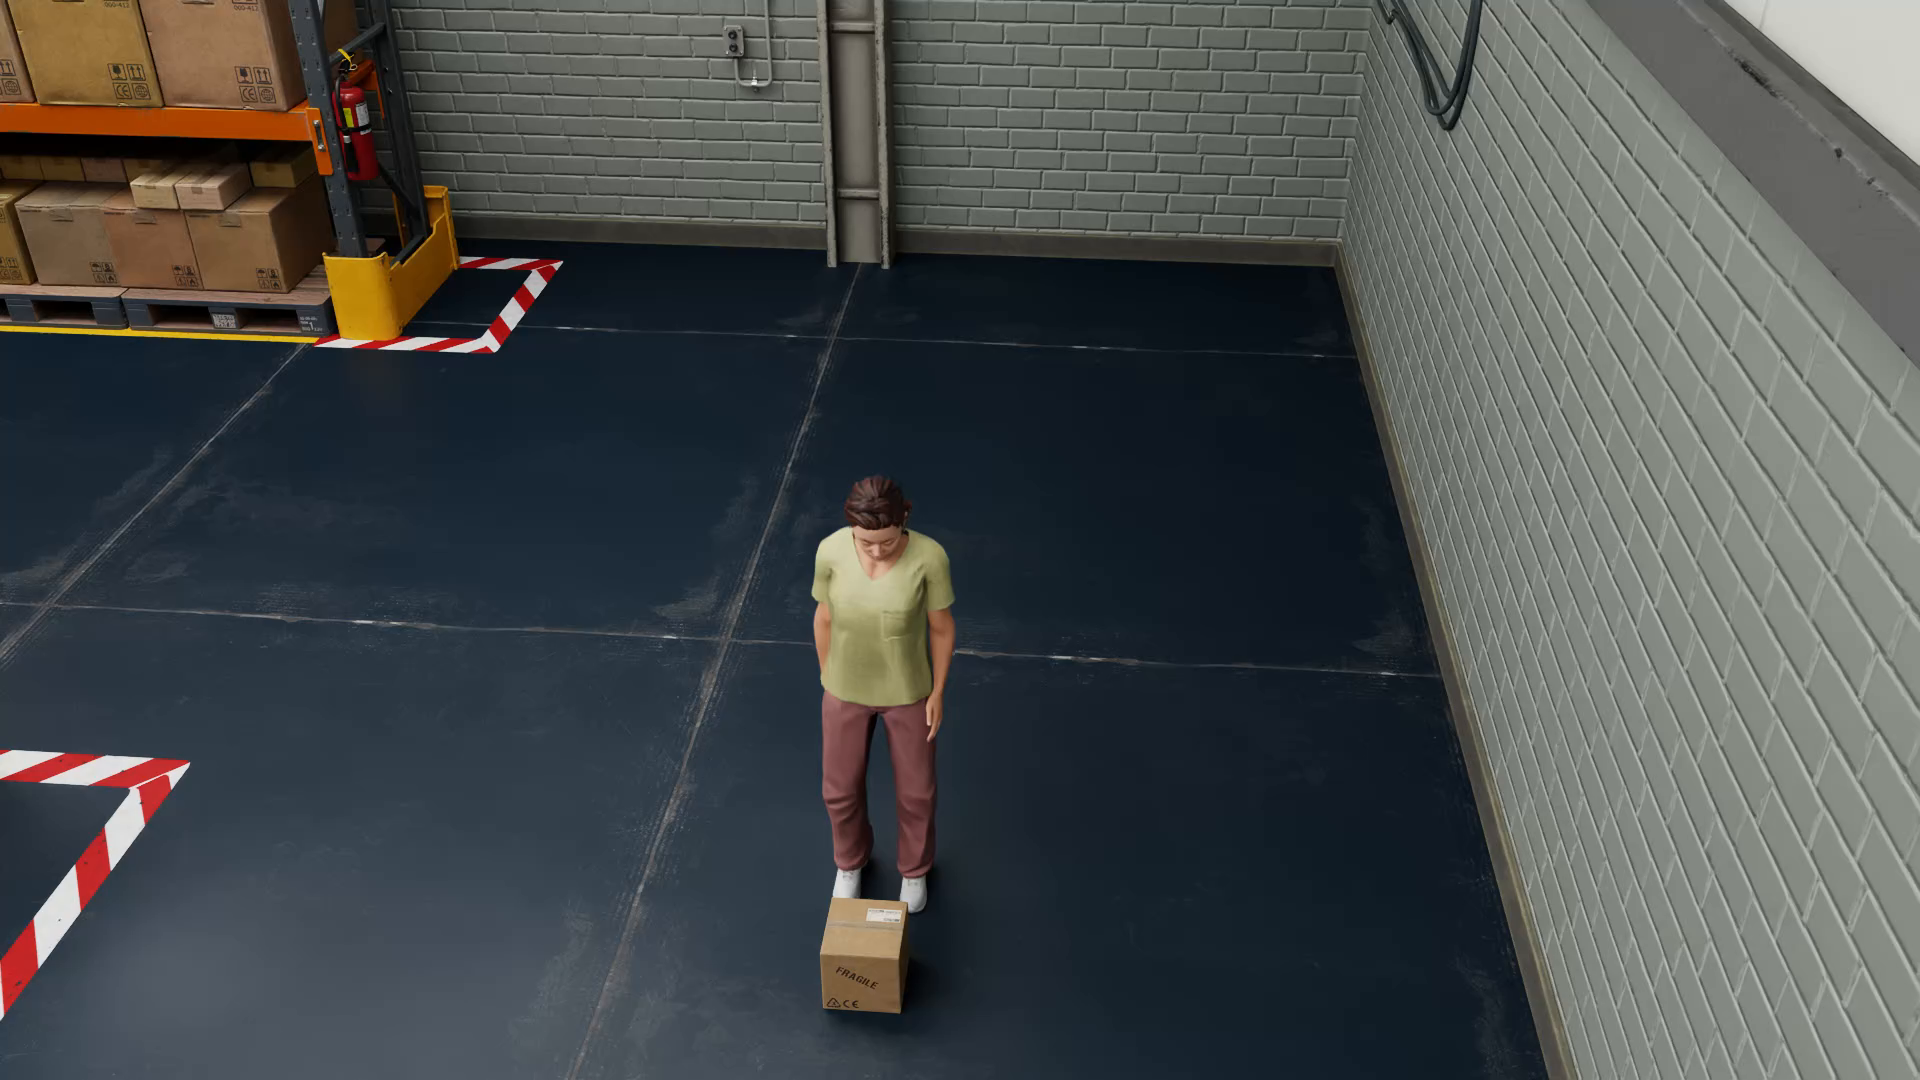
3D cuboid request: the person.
[{"bbox_3d":[-0.244,0.491,5.380,0.458,1.659,0.351,3,32,5],"label":"person"}]
